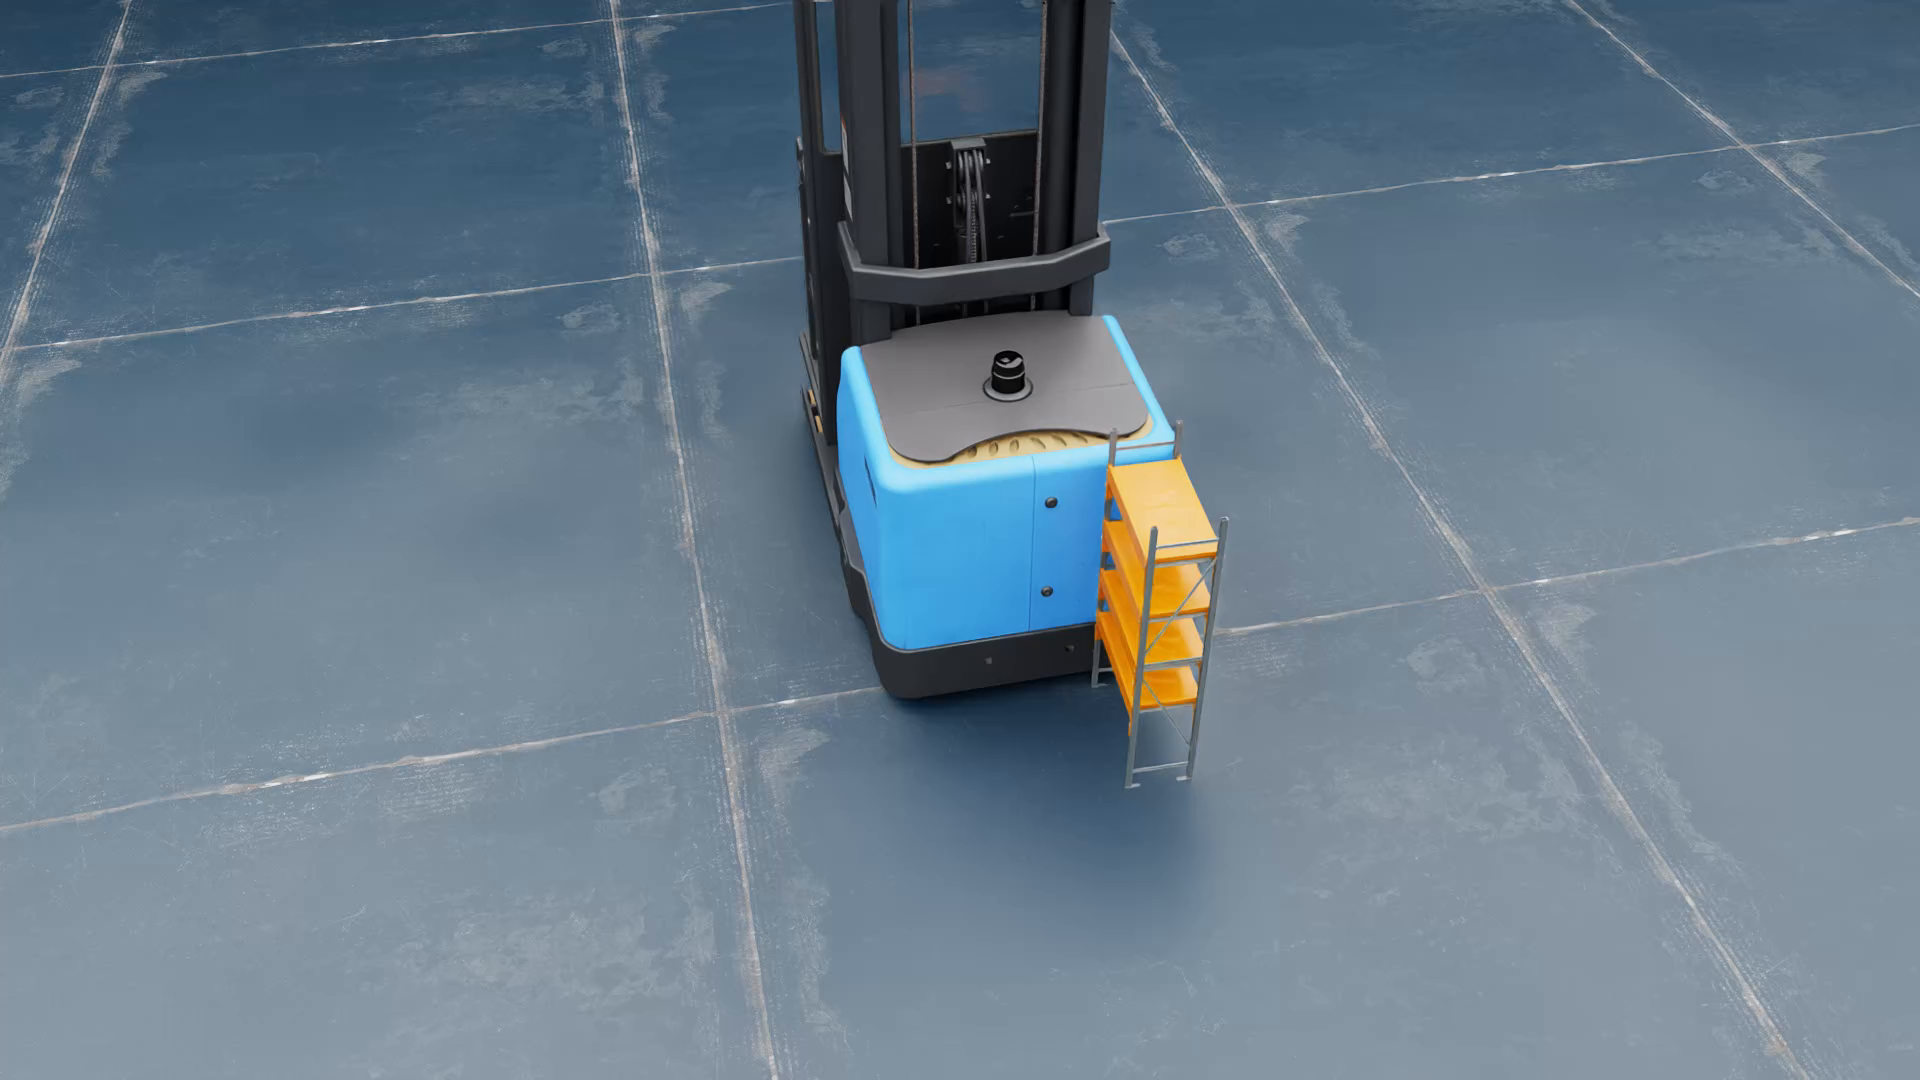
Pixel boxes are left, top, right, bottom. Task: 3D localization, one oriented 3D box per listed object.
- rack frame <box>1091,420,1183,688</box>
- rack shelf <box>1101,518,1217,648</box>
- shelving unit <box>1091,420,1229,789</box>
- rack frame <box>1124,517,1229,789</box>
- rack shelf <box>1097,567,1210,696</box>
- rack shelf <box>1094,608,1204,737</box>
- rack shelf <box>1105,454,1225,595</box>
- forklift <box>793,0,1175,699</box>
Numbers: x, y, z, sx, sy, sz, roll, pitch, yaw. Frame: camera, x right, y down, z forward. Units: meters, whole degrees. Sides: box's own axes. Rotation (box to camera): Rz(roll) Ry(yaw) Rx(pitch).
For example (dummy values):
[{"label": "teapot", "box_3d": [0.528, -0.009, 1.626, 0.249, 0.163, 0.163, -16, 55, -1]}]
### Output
[{"label": "rack frame", "box_3d": [0.602, 0.080, 5.756, 0.240, 1.200, 0.015, -7, 42, -8]}, {"label": "rack shelf", "box_3d": [0.647, 0.122, 5.473, 0.258, 0.148, 0.480, -7, 42, -8]}, {"label": "shelving unit", "box_3d": [0.647, 0.239, 5.577, 0.258, 1.200, 0.503, -7, 42, -8]}, {"label": "rack frame", "box_3d": [0.691, 0.398, 5.397, 0.240, 1.200, 0.015, -7, 42, -8]}, {"label": "rack shelf", "box_3d": [0.647, 0.289, 5.622, 0.258, 0.148, 0.480, -7, 42, -8]}, {"label": "rack shelf", "box_3d": [0.647, 0.438, 5.753, 0.258, 0.148, 0.480, -7, 42, -8]}, {"label": "rack shelf", "box_3d": [0.647, -0.055, 5.316, 0.258, 0.148, 0.480, -7, 42, -8]}, {"label": "forklift", "box_3d": [-0.074, -1.512, 6.245, 1.130, 2.935, 3.031, -8, 42, -9]}]
